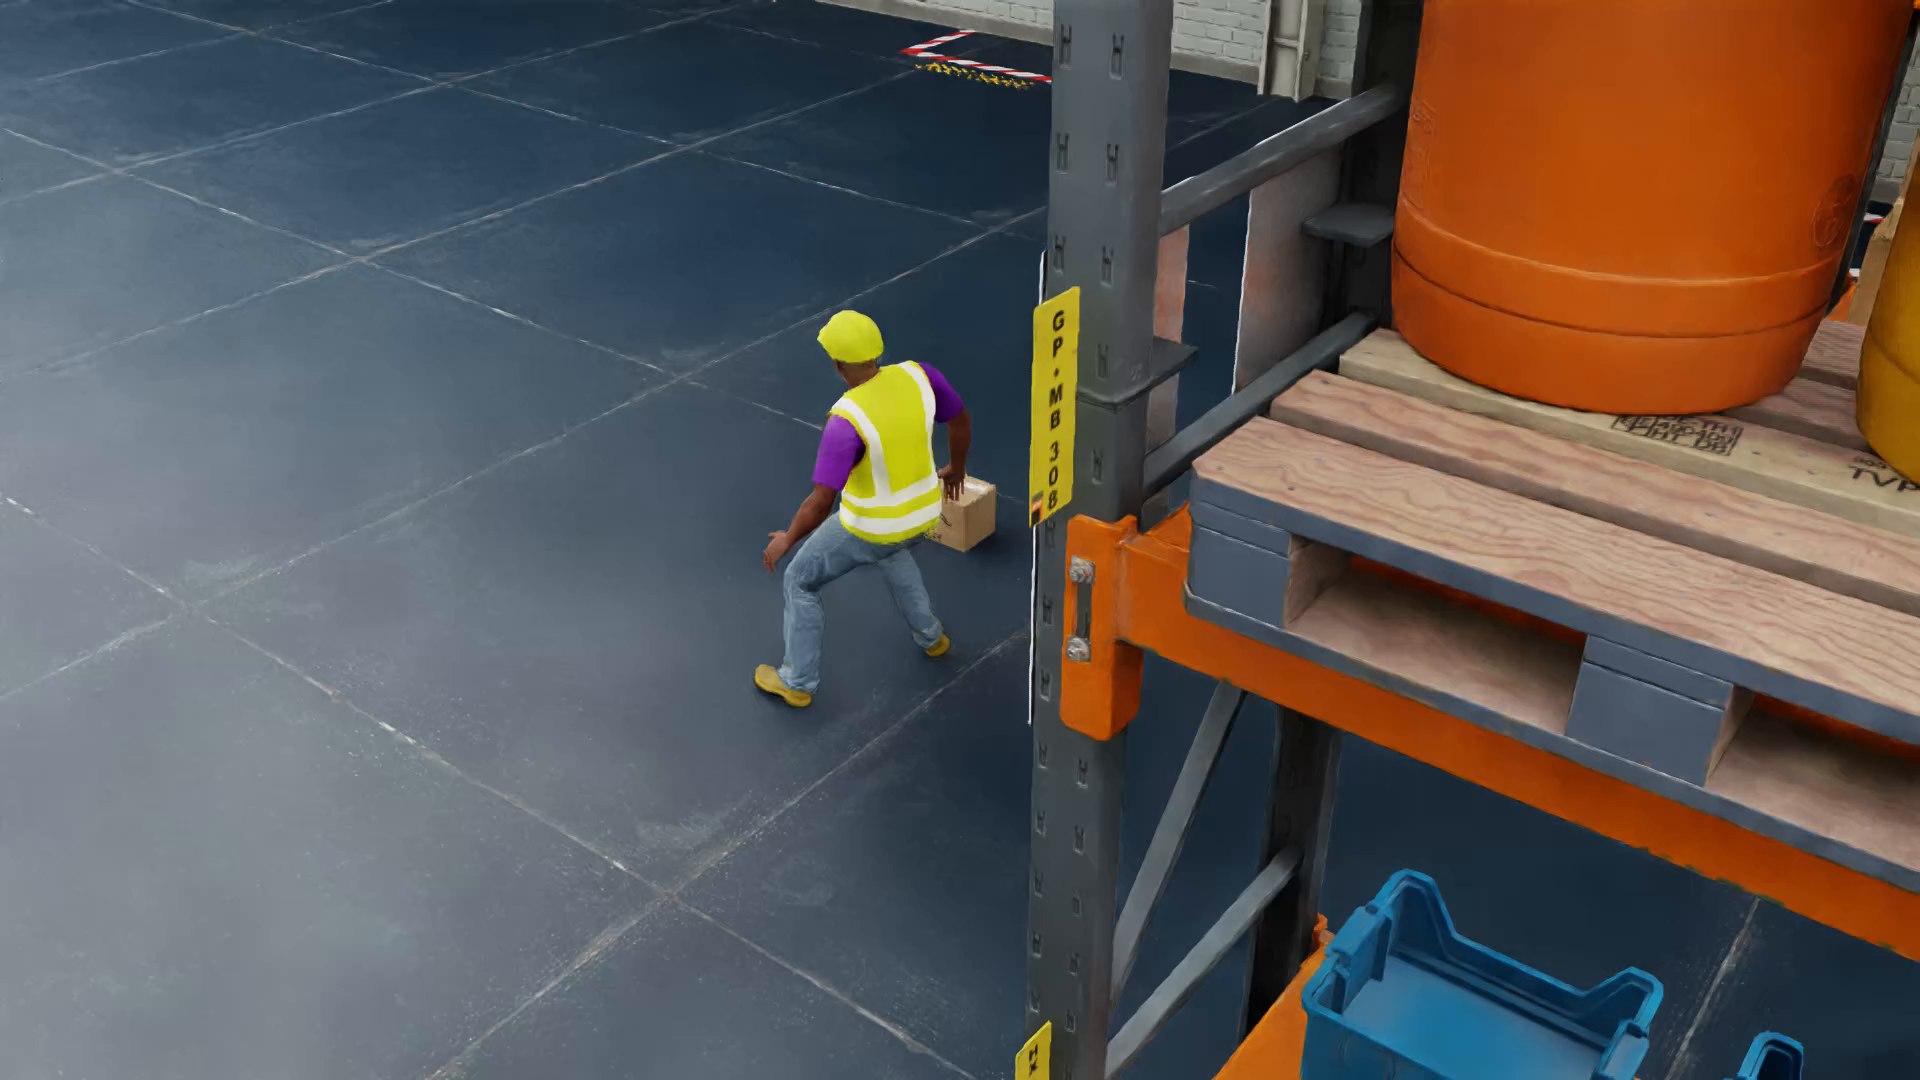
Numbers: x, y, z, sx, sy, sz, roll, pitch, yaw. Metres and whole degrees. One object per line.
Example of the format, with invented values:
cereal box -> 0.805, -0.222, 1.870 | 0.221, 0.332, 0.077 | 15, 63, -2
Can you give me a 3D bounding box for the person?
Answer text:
person -> -0.388, -0.152, 6.516 | 0.894, 1.620, 0.545 | -26, 39, -36
